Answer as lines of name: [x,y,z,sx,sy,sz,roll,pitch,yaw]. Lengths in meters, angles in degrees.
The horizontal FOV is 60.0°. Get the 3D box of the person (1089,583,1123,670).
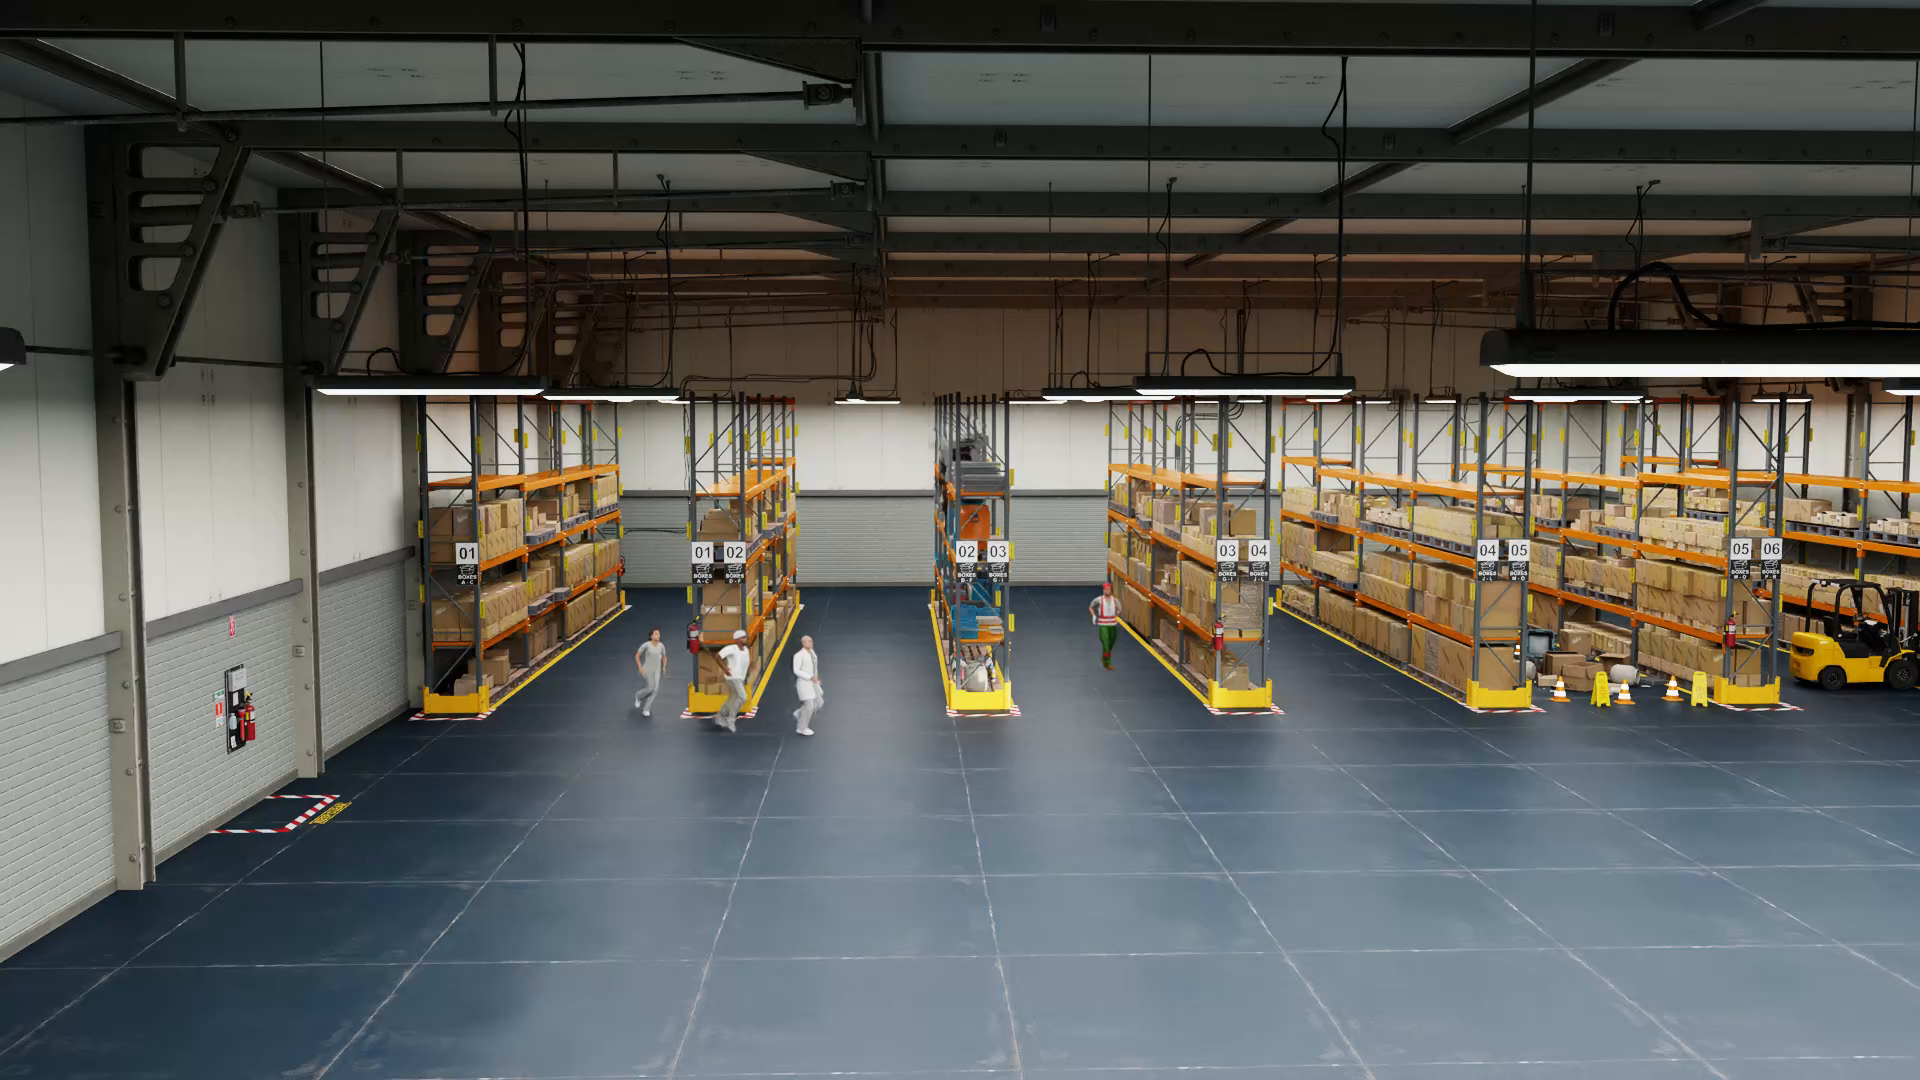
person: [3.053,1.784,34.379,0.665,1.802,0.910,-1,5,-15]

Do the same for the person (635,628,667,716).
person: [-5.721,2.441,30.988,0.594,1.595,0.556,-3,6,-37]

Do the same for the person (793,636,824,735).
person: [-2.661,2.529,29.038,0.657,1.734,0.743,2,5,26]

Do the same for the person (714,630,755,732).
person: [-3.986,2.491,29.604,0.716,1.782,0.702,2,5,23]
